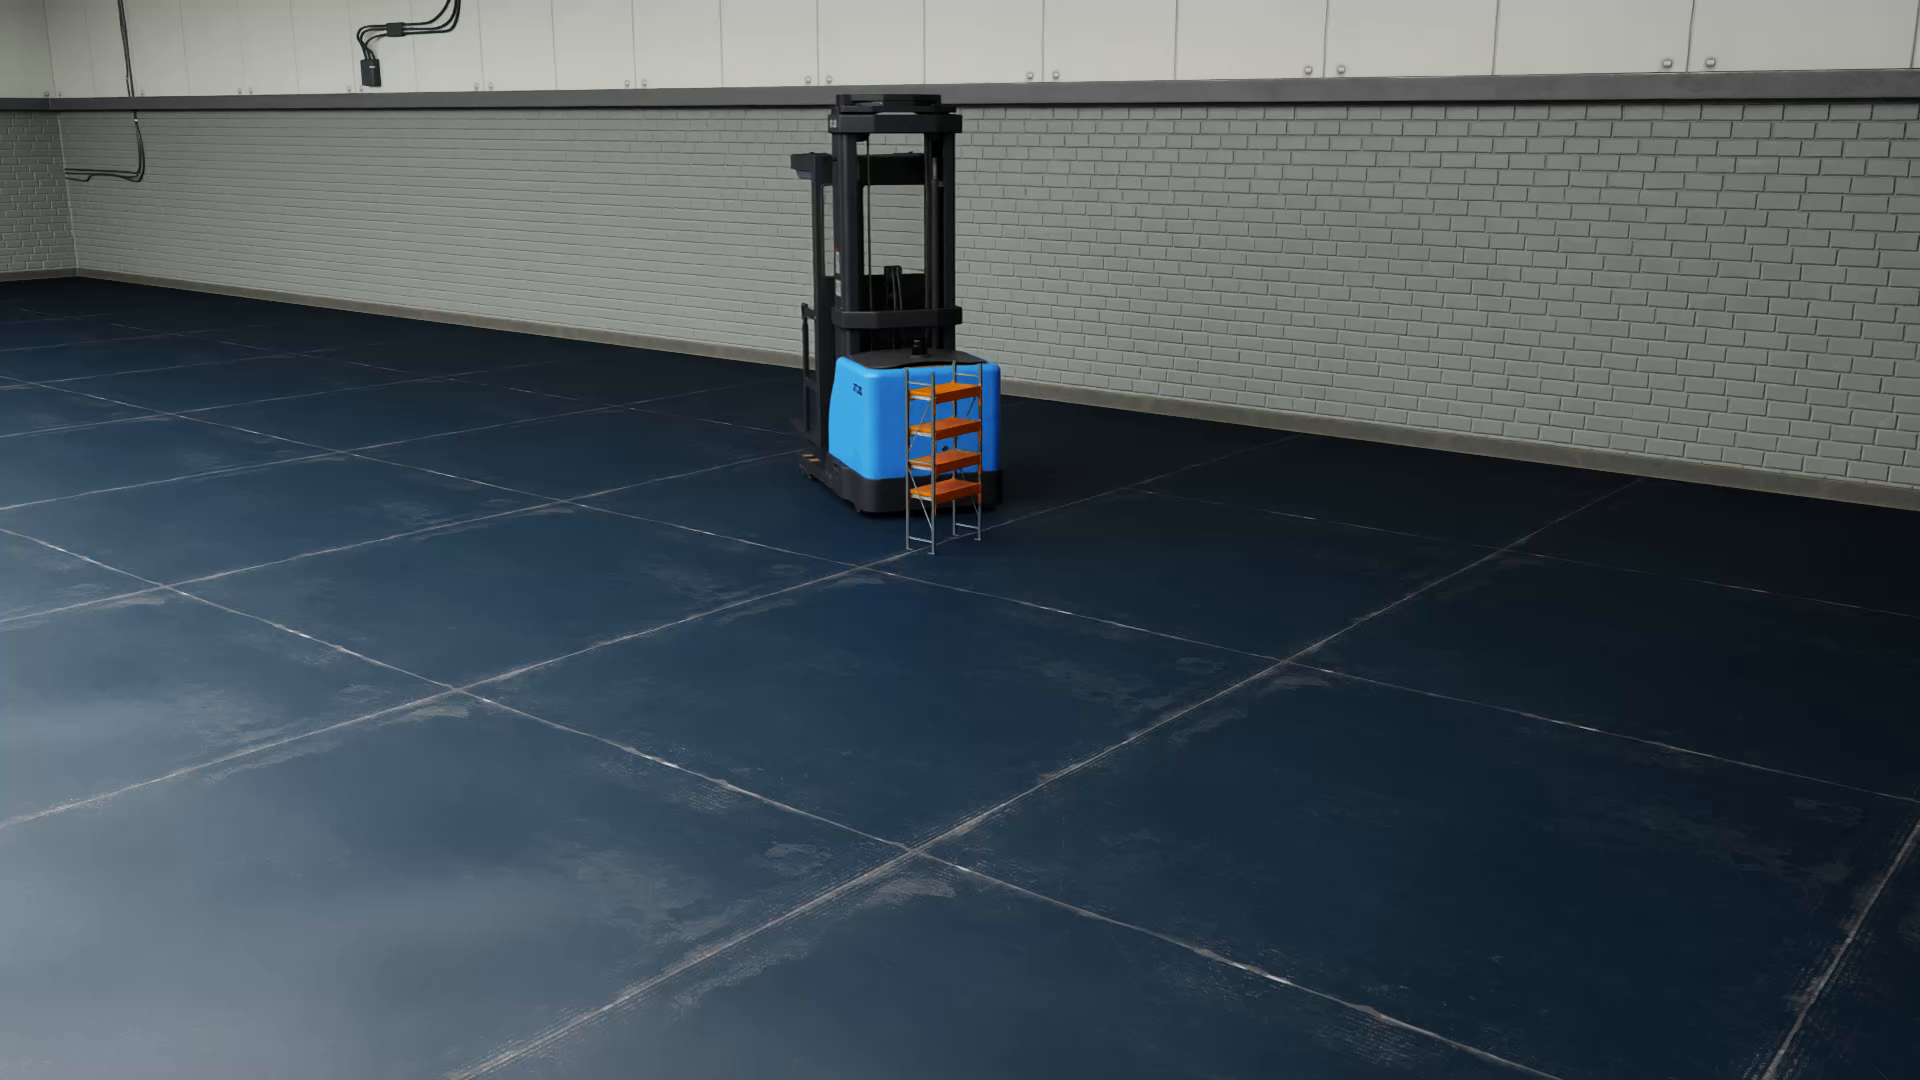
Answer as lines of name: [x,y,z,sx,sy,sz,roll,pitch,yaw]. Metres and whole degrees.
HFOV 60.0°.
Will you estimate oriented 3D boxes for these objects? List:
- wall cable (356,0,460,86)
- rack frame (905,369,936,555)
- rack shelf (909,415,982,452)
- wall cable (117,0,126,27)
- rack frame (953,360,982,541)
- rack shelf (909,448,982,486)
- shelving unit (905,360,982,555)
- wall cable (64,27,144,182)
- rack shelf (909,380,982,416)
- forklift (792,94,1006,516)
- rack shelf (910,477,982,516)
wall cable: [-7.405,-9.062,21.737,2.305,6.003,0.169,11,18,38]
rack frame: [-0.257,-0.503,10.793,0.240,1.200,0.015,11,18,38]
rack shelf: [-0.104,-0.701,10.939,0.258,0.148,0.480,11,18,38]
wall cable: [-12.675,-9.410,26.063,3.097,2.526,0.112,11,18,38]
rack frame: [0.049,-0.597,11.161,0.240,1.200,0.015,11,18,38]
rack shelf: [-0.104,-0.485,10.994,0.258,0.148,0.480,11,18,38]
shelving unit: [-0.104,-0.550,10.977,0.258,1.200,0.503,11,18,38]
wall cable: [-14.779,-7.381,28.333,3.097,2.526,0.112,11,18,38]
rack shelf: [-0.104,-0.931,10.880,0.258,0.148,0.480,11,18,38]
forklift: [-0.634,-1.911,12.818,1.130,2.935,3.031,-5,15,-19]
rack shelf: [-0.104,-0.292,11.043,0.258,0.148,0.480,11,18,38]
